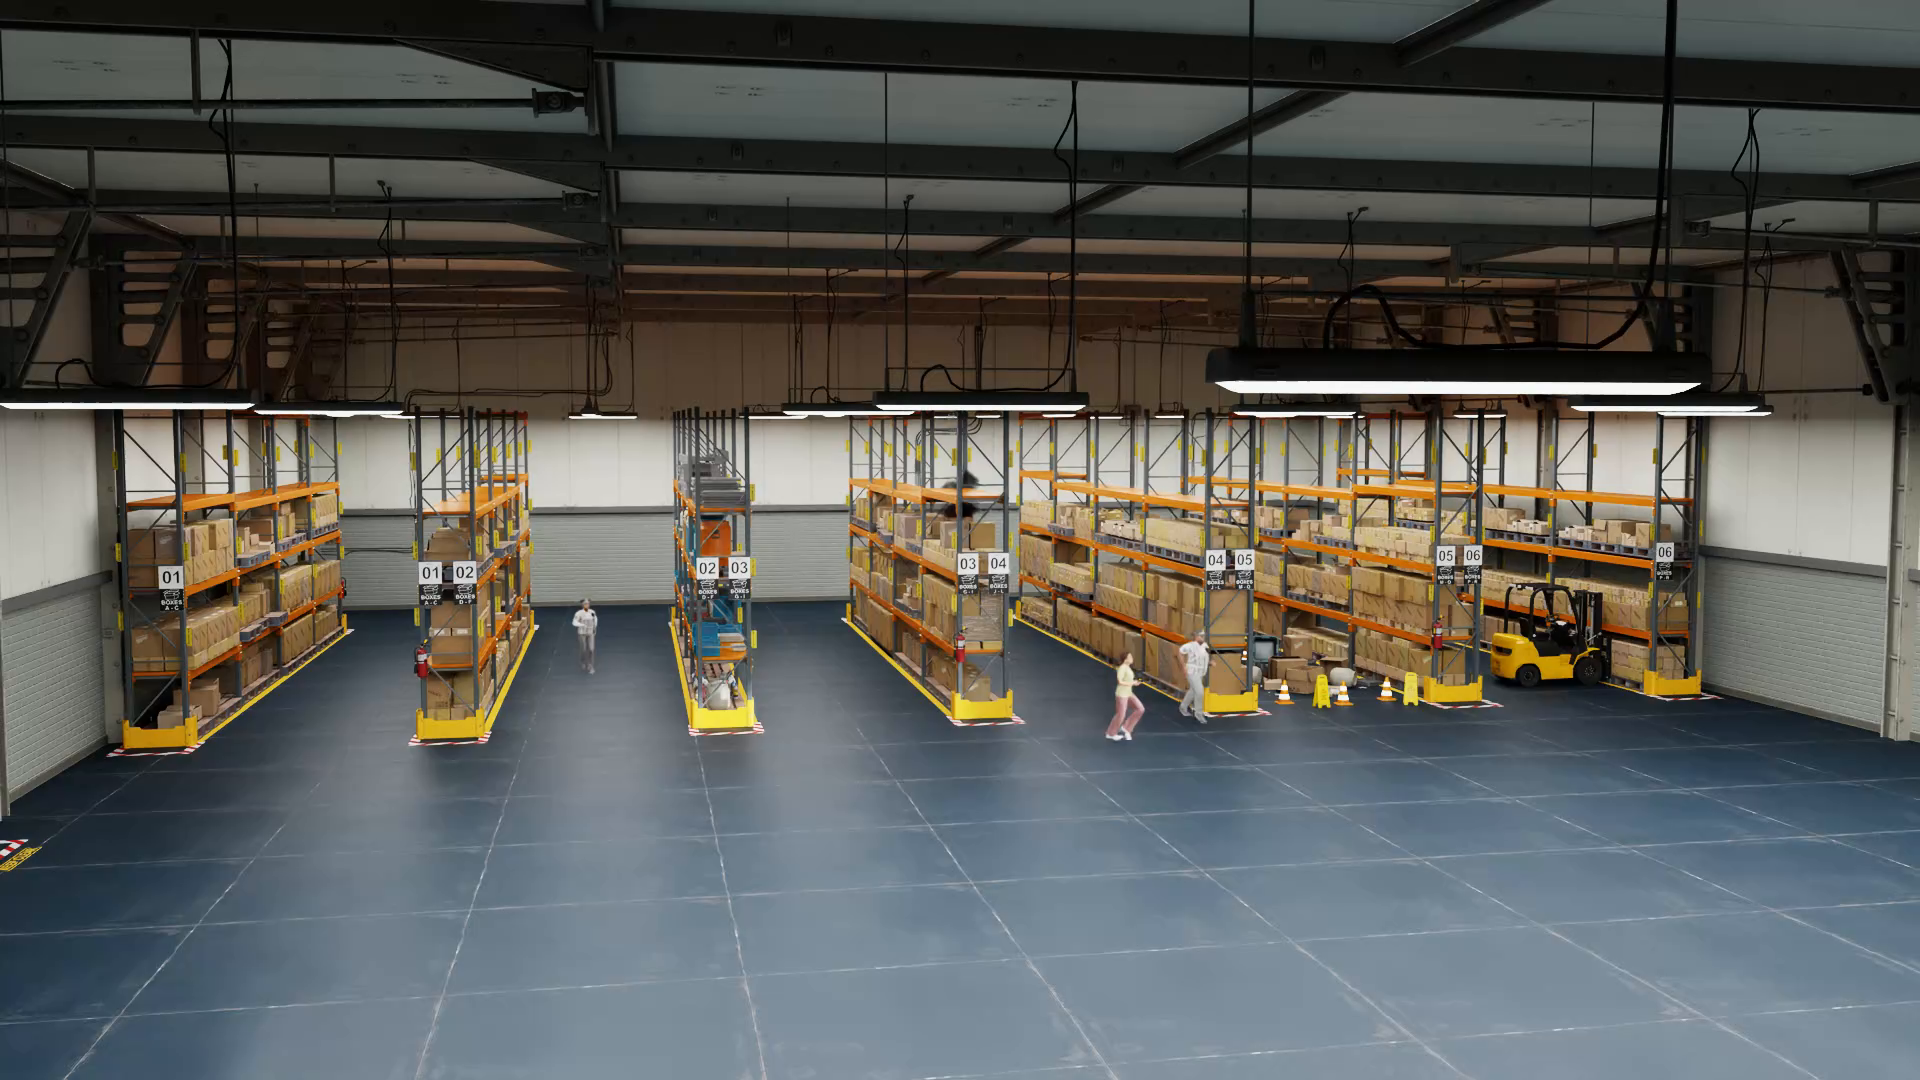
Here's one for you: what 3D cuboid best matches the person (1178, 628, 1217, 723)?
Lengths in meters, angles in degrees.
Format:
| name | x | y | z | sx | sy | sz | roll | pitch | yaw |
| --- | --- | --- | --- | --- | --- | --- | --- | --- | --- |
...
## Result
| name | x | y | z | sx | sy | sz | roll | pitch | yaw |
| --- | --- | --- | --- | --- | --- | --- | --- | --- | --- |
| person | 4.529 | 2.584 | 31.924 | 0.595 | 1.815 | 0.895 | -4 | 6 | -44 |

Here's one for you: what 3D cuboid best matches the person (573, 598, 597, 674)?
| name | x | y | z | sx | sy | sz | roll | pitch | yaw |
| --- | --- | --- | --- | --- | --- | --- | --- | --- | --- |
| person | -8.556 | 2.182 | 37.989 | 0.596 | 1.734 | 0.764 | -2 | 4 | -22 |

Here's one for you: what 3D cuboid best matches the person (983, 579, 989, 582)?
| name | x | y | z | sx | sy | sz | roll | pitch | yaw |
| --- | --- | --- | --- | --- | --- | --- | --- | --- | --- |
| person | 0.817 | 1.467 | 48.599 | 0.626 | 1.599 | 0.573 | 1 | 4 | 17 |

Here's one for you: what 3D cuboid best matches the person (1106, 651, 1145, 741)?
| name | x | y | z | sx | sy | sz | roll | pitch | yaw |
| --- | --- | --- | --- | --- | --- | --- | --- | --- | --- |
| person | 2.917 | 2.784 | 29.661 | 0.689 | 1.636 | 0.570 | 2 | 5 | 26 |

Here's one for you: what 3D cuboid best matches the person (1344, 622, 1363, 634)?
| name | x | y | z | sx | sy | sz | roll | pitch | yaw |
| --- | --- | --- | --- | --- | --- | --- | --- | --- | --- |
| person | 10.192 | 1.832 | 42.890 | 0.646 | 1.762 | 0.753 | -1 | 4 | -15 |
